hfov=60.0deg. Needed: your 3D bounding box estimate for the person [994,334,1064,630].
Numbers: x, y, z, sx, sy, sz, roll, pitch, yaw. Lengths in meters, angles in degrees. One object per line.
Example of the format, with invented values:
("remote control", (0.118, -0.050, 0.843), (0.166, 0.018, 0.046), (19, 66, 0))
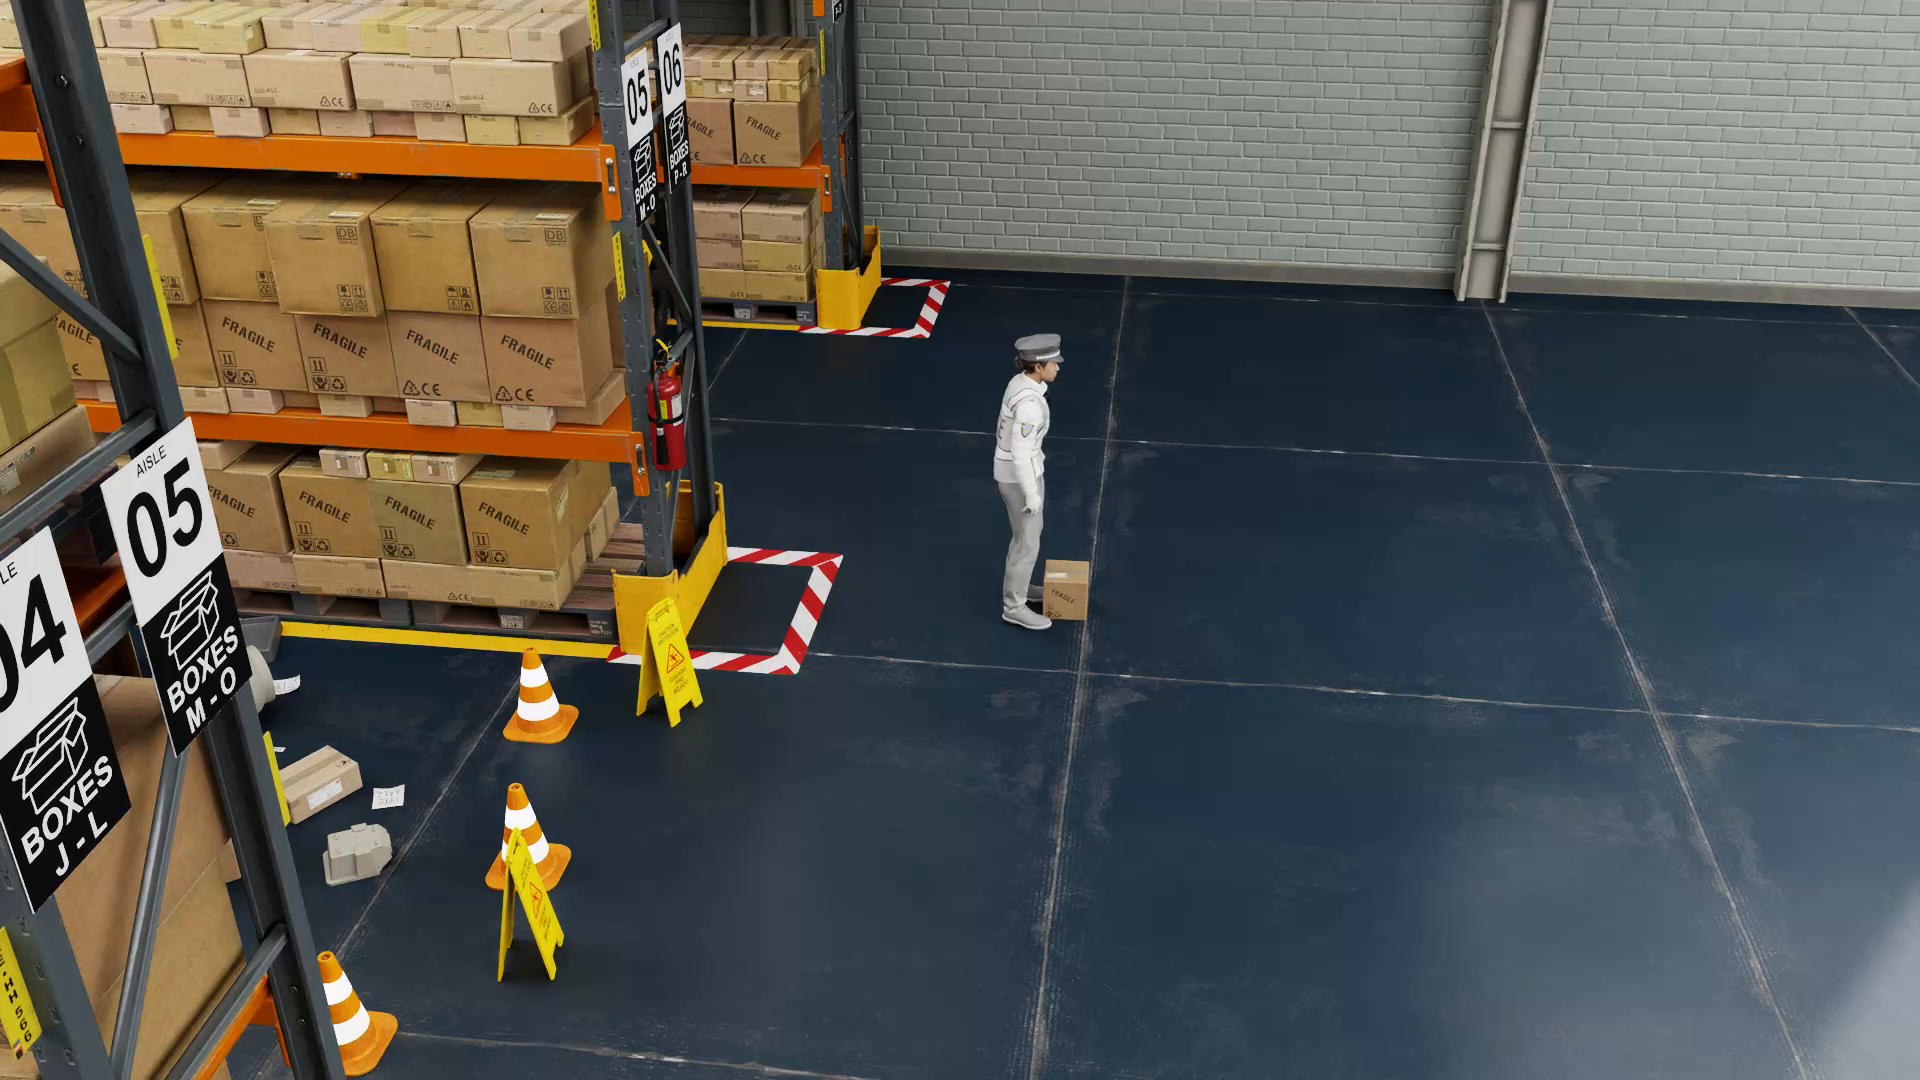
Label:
("person", (0.371, -0.348, 9.257), (0.372, 1.666, 0.547), (2, 29, 3))
